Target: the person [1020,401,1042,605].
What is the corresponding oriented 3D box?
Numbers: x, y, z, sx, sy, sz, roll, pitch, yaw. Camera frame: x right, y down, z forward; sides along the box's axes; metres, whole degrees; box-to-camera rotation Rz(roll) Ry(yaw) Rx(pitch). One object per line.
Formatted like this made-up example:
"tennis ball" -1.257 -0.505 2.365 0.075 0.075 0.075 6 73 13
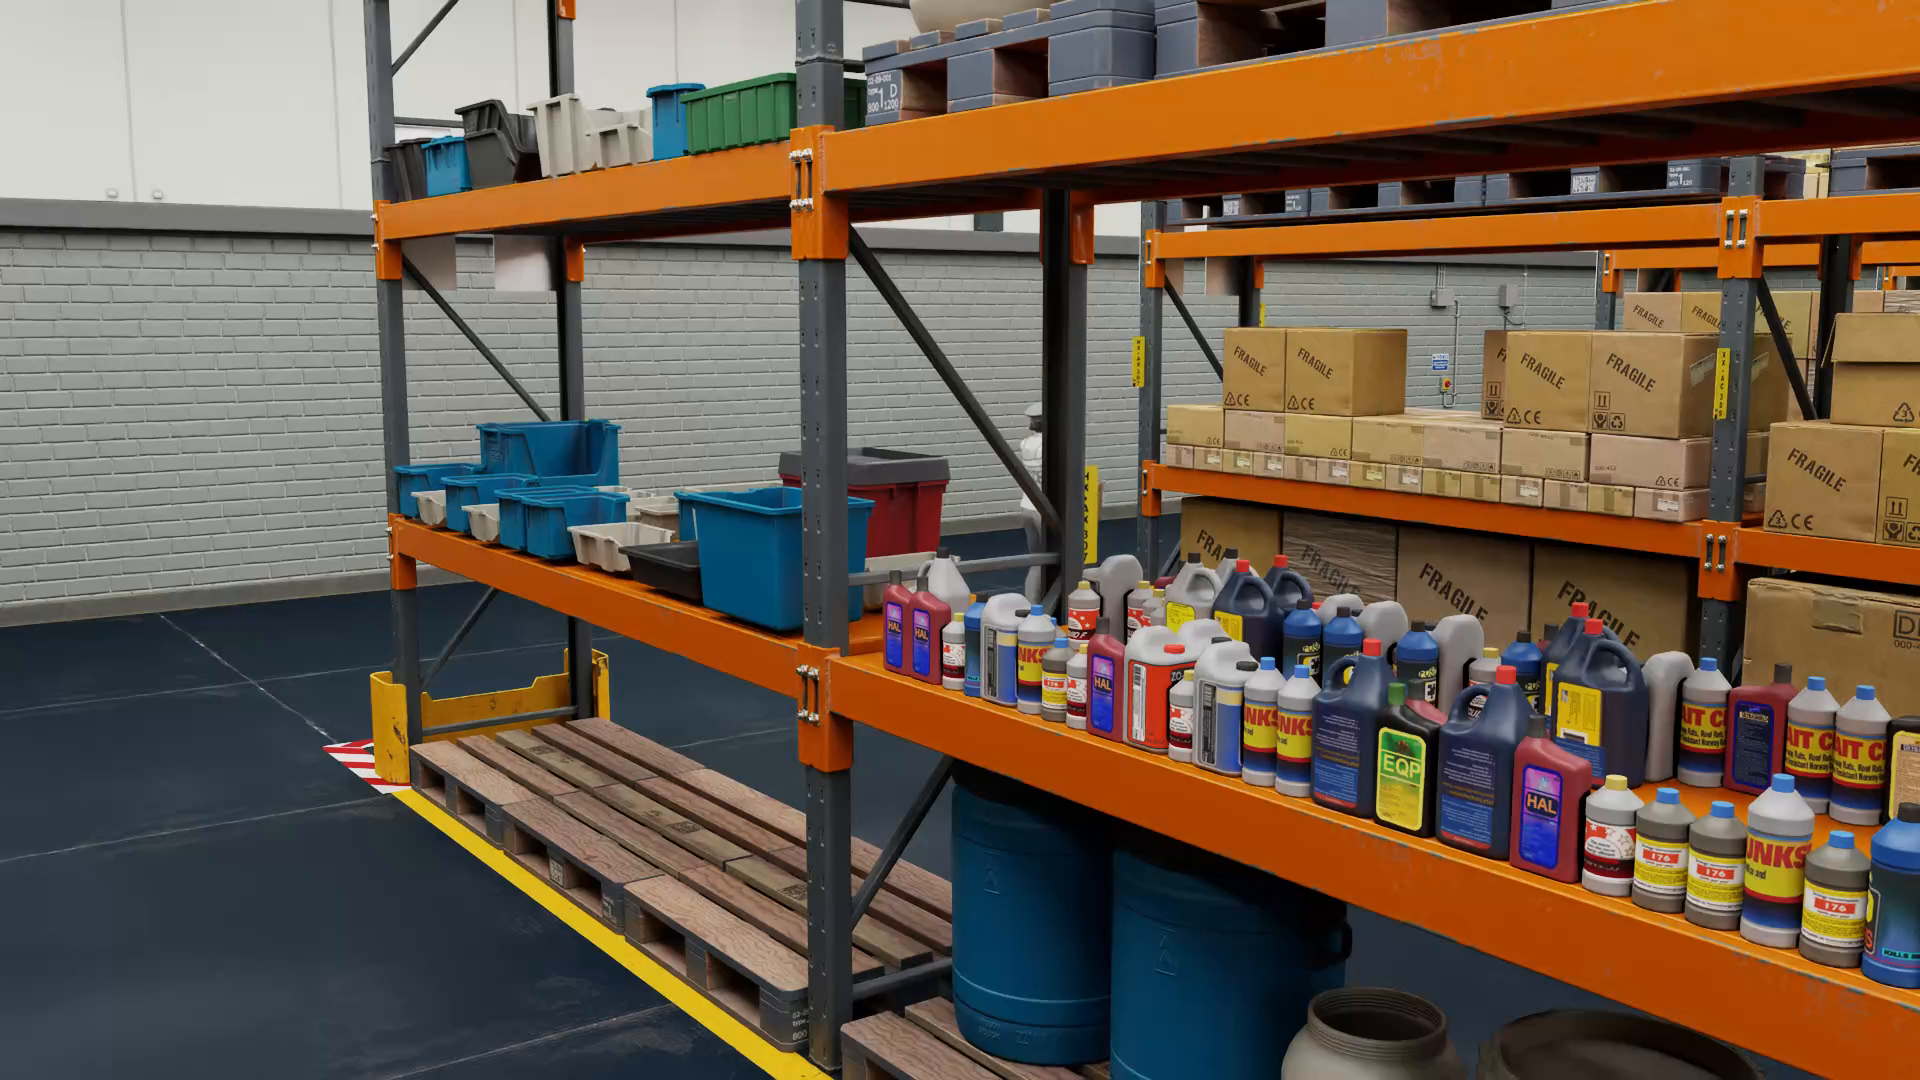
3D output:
"person" 0.698 -0.178 12.018 0.520 1.692 0.435 -4 9 -29
